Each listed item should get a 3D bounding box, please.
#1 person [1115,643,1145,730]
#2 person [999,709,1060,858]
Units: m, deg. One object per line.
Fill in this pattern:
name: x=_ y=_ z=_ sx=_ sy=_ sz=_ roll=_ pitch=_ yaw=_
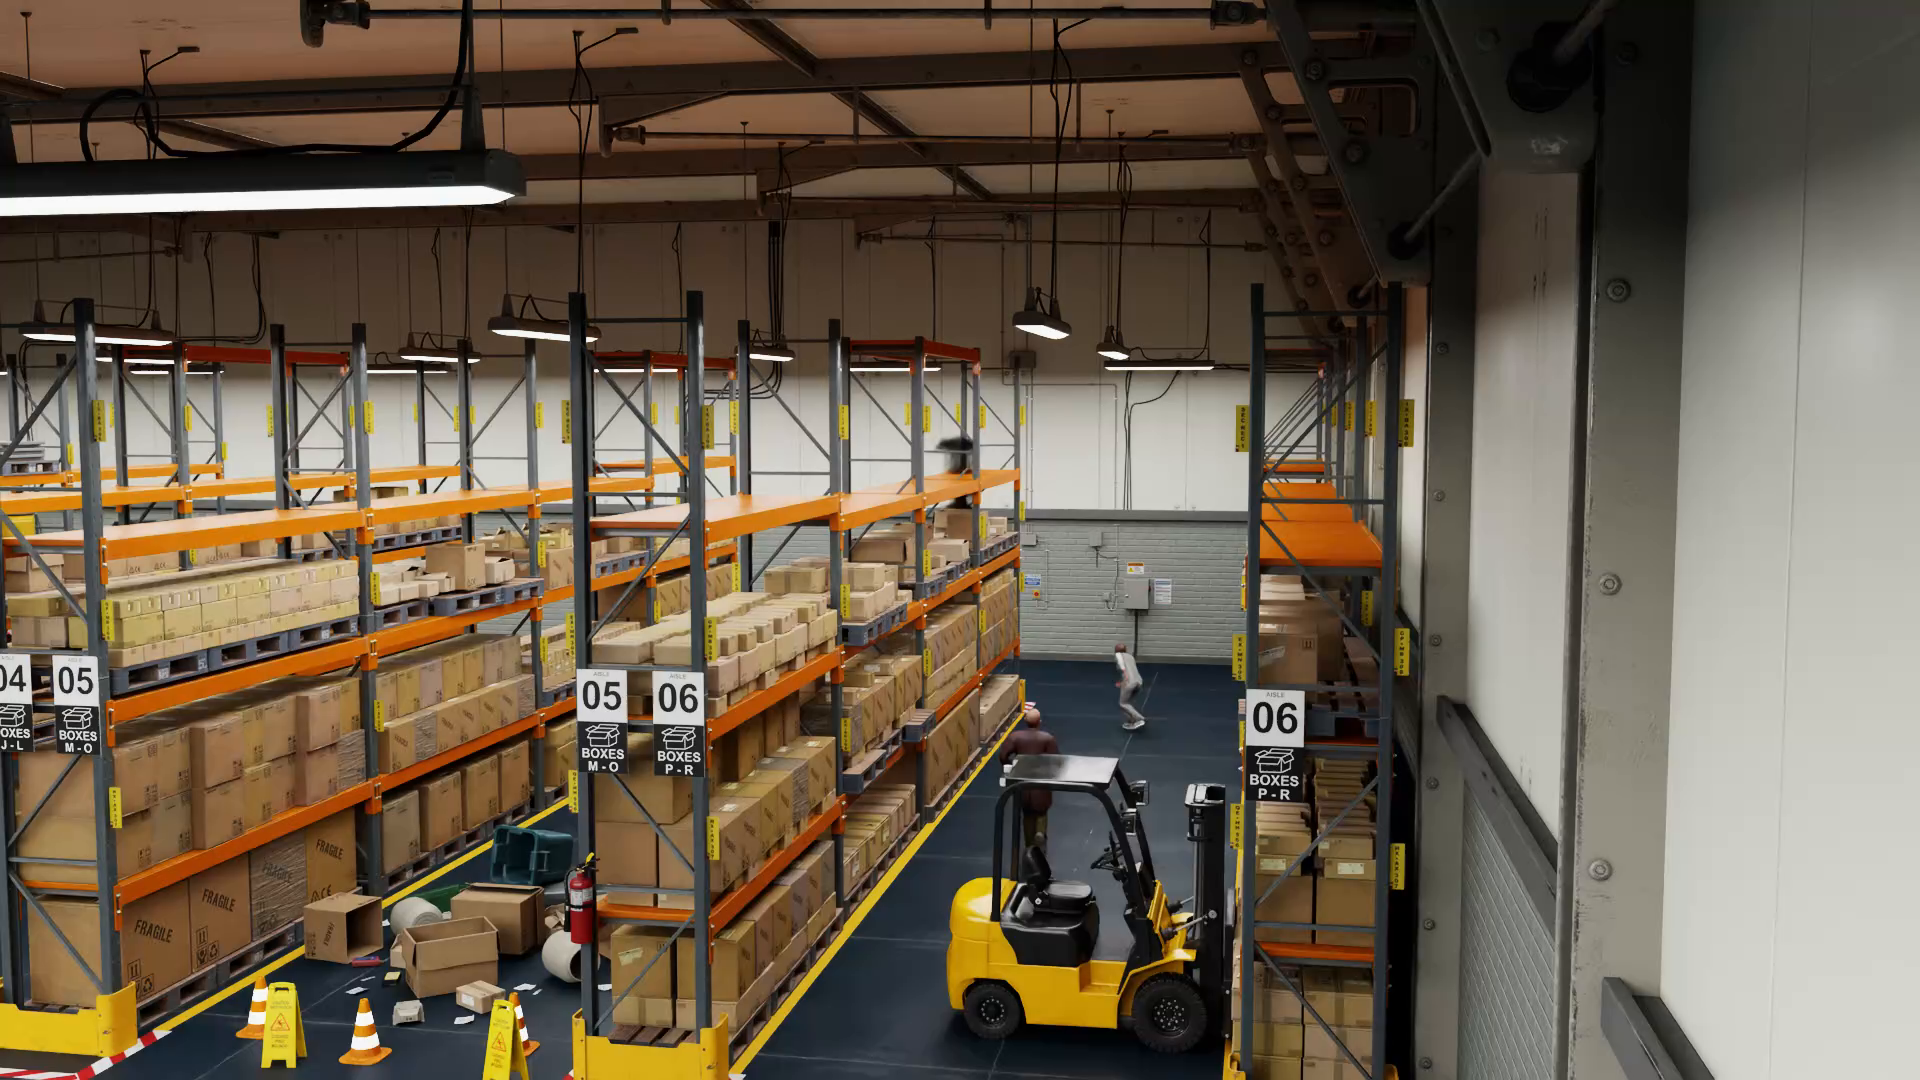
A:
person: x=2.720 y=2.357 z=26.676 sx=0.558 sy=1.329 sz=0.862 roll=-4 pitch=6 yaw=-41
person: x=0.799 y=2.792 z=18.798 sx=0.711 sy=1.756 sz=0.727 roll=1 pitch=5 yaw=12
